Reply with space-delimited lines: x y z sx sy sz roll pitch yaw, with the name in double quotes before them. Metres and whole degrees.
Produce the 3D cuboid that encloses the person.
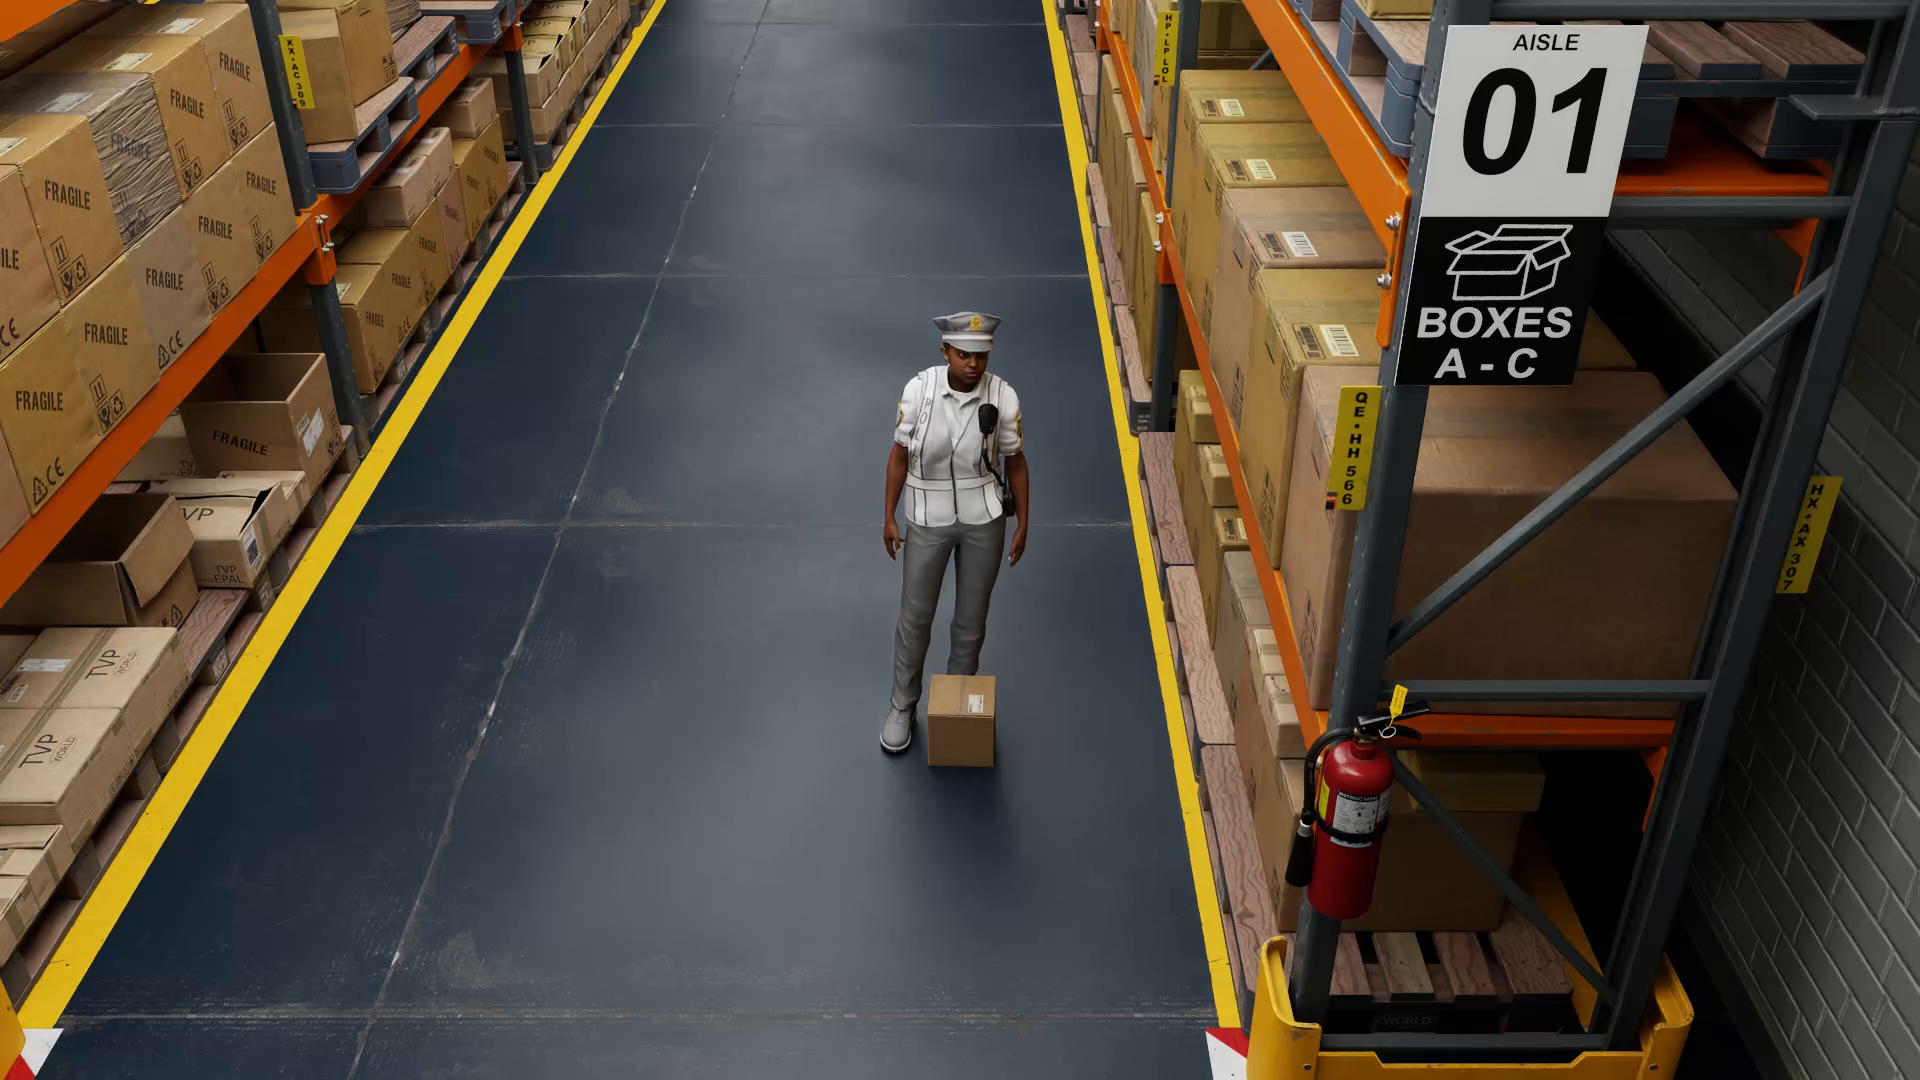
"person" -0.028 -0.038 6.147 0.569 1.695 0.529 0 32 -1
